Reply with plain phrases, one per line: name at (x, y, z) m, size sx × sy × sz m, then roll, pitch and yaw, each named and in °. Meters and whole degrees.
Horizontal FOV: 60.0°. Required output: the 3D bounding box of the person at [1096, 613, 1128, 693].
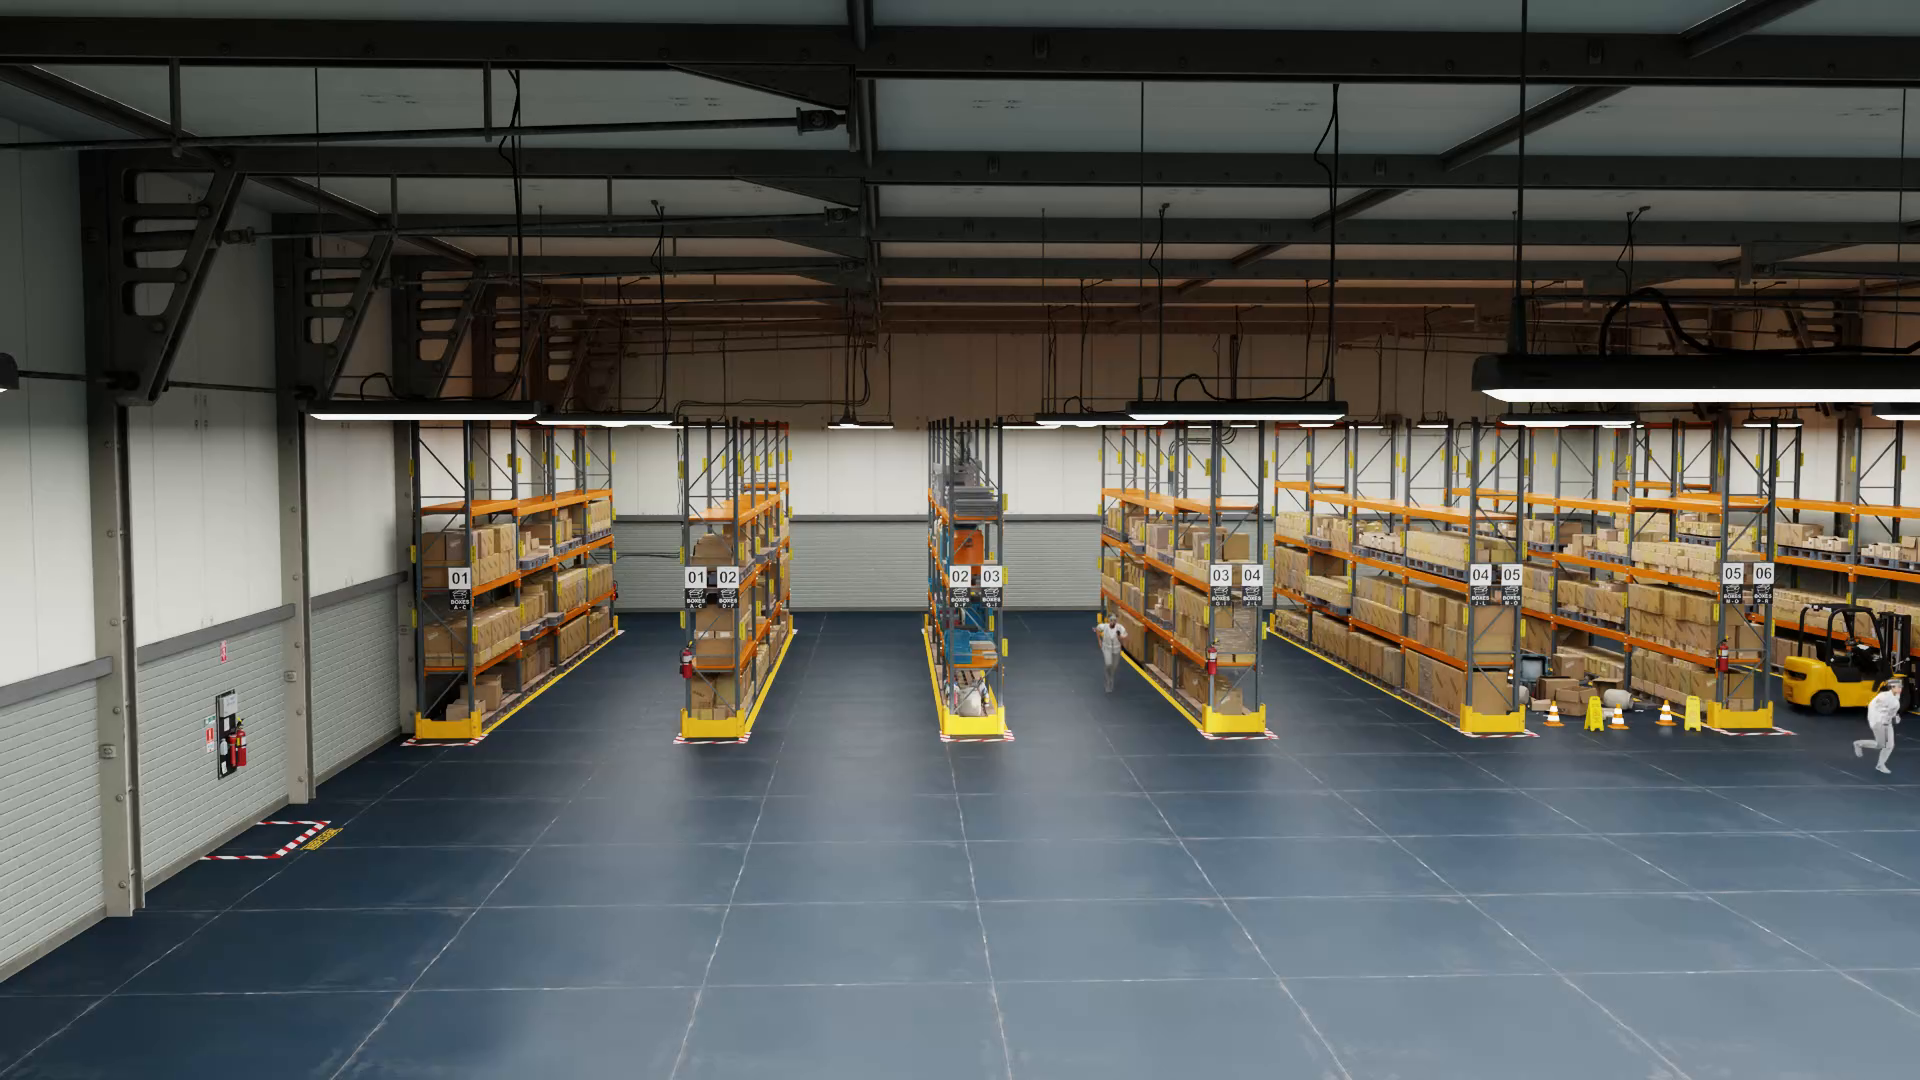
person at (3.350, 2.476, 36.700) m, size 0.650 × 1.783 × 0.948 m, roll 0°, pitch 4°, yaw -5°

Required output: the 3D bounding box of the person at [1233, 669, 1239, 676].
person at (6.477, 2.333, 39.443) m, size 0.599 × 1.680 × 0.952 m, roll 0°, pitch 4°, yaw 1°

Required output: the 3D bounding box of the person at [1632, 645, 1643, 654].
person at (16.568, 2.200, 40.417) m, size 0.670 × 1.778 × 0.991 m, roll 0°, pitch 4°, yaw -2°

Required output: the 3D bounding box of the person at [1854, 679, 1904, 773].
person at (15.541, 3.107, 28.126) m, size 0.614 × 1.627 × 0.793 m, roll -2°, pitch 4°, yaw -32°
